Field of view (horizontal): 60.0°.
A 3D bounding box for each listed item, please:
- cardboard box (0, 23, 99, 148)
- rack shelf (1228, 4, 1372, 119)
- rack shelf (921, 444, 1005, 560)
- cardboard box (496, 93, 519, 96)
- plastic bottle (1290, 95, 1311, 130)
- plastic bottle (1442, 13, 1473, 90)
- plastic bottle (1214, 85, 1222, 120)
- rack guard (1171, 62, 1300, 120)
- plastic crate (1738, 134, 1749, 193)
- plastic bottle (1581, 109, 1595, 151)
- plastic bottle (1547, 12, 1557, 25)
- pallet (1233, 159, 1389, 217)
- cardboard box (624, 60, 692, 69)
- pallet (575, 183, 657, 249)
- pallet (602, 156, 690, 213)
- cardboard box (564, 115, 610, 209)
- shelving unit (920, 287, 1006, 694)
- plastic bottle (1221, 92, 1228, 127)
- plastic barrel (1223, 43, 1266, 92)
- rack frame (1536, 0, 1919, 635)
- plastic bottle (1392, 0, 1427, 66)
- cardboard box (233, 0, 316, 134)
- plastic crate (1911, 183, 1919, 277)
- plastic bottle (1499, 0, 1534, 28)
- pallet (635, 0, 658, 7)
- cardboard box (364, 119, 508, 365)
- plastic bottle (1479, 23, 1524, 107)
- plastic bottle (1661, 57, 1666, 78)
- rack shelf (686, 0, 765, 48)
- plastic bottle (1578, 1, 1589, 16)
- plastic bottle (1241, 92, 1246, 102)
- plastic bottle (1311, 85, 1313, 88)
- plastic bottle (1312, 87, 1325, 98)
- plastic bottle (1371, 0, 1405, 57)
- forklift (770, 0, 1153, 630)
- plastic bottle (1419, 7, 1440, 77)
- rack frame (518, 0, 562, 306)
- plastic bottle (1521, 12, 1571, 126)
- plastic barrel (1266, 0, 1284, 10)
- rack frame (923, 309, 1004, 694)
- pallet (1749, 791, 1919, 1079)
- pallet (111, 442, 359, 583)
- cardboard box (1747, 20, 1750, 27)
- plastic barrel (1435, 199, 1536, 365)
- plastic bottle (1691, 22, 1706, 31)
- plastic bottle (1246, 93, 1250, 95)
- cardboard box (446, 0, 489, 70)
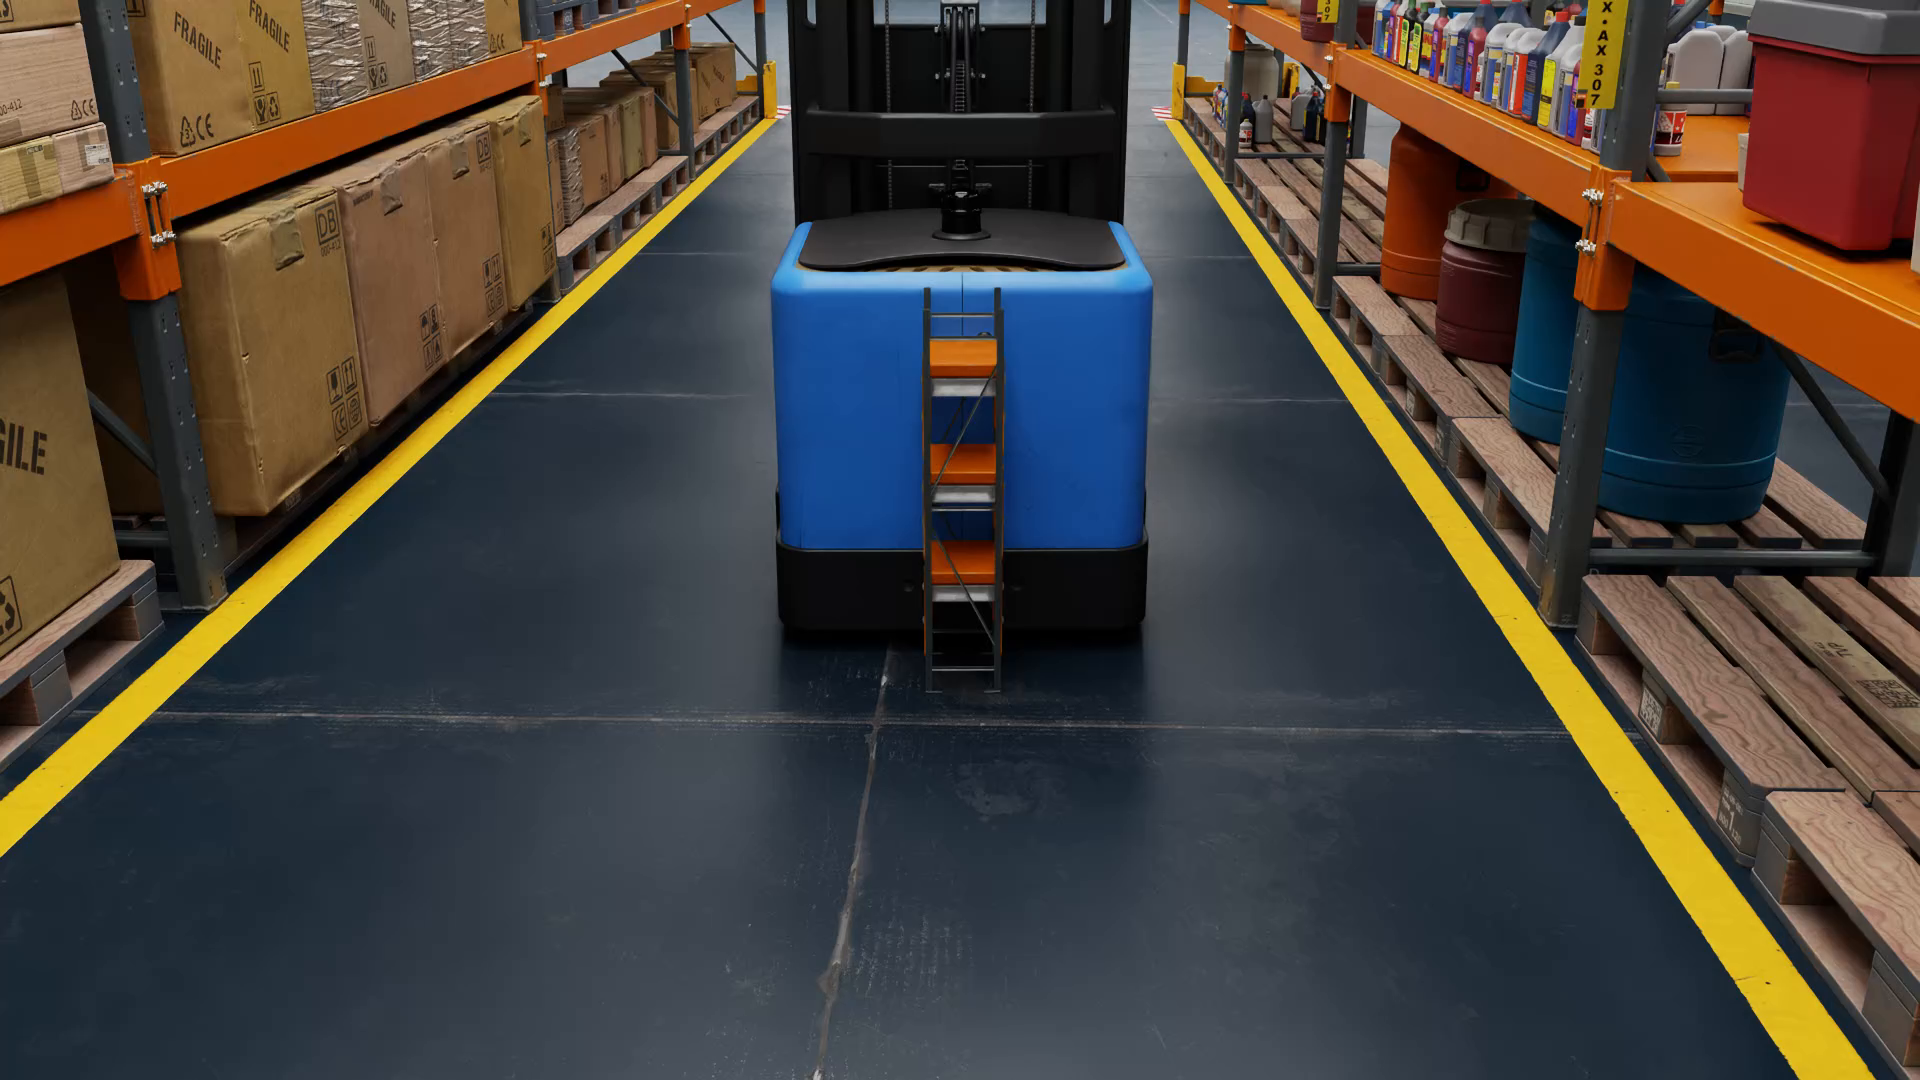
[{"bbox_3d":[-2.483,-1.112,4.043,0.500,0.250,0.500,0,21,1],"label":"cardboard box"},{"bbox_3d":[2.401,-2.985,10.070,1.077,0.370,4.000,1,21,2],"label":"rack shelf"},{"bbox_3d":[0.007,-0.112,4.396,0.215,0.259,0.240,0,21,0],"label":"rack shelf"},{"bbox_3d":[-2.620,-2.284,9.079,0.500,0.250,0.500,1,21,4],"label":"cardboard box"},{"bbox_3d":[2.771,-3.481,13.510,0.152,0.276,0.135,1,21,2],"label":"plastic bottle"},{"bbox_3d":[1.961,-1.885,6.412,0.152,0.276,0.135,1,21,2],"label":"plastic bottle"},{"bbox_3d":[2.191,-3.695,14.051,0.061,0.283,0.133,1,21,3],"label":"plastic bottle"},{"bbox_3d":[2.628,-4.296,15.911,1.175,0.500,0.348,1,21,2],"label":"rack guard"},{"bbox_3d":[2.061,-0.889,3.956,0.396,0.136,0.243,1,21,2],"label":"plastic crate"},{"bbox_3d":[1.883,-1.247,4.870,0.097,0.201,0.097,0,21,0],"label":"plastic bottle"},{"bbox_3d":[2.732,-2.312,7.616,0.097,0.201,0.097,0,21,0],"label":"plastic bottle"},{"bbox_3d":[2.476,-2.459,11.575,1.003,0.211,1.213,1,21,2],"label":"pallet"},{"bbox_3d":[-2.487,-3.705,13.806,0.500,0.500,0.500,-1,21,-3],"label":"cardboard box"},{"bbox_3d":[-2.546,-2.074,10.583,1.003,0.211,1.213,1,21,2],"label":"pallet"},{"bbox_3d":[-2.511,-2.516,11.723,1.003,0.211,1.213,1,21,2],"label":"pallet"},{"bbox_3d":[-2.596,-2.340,10.260,0.700,0.500,0.500,2,21,6],"label":"cardboard box"},{"bbox_3d":[0.007,-0.122,4.392,0.215,1.050,0.252,0,21,0],"label":"shelving unit"},{"bbox_3d":[2.197,-3.537,13.663,0.097,0.271,0.097,0,21,0],"label":"plastic bottle"},{"bbox_3d":[2.640,-4.287,15.289,0.421,0.512,0.421,0,21,0],"label":"plastic barrel"},{"bbox_3d":[2.218,-1.151,4.349,1.000,3.000,0.127,1,21,2],"label":"rack frame"},{"bbox_3d":[1.990,-2.219,7.273,0.152,0.276,0.135,1,21,2],"label":"plastic bottle"},{"bbox_3d":[-2.454,-1.597,5.361,0.500,0.500,0.500,1,21,2],"label":"cardboard box"},{"bbox_3d":[1.988,-0.574,2.941,0.437,0.282,0.530,1,21,2],"label":"plastic crate"},{"bbox_3d":[2.109,-1.909,6.371,0.144,0.351,0.185,1,21,2],"label":"plastic bottle"},{"bbox_3d":[-2.658,-3.734,11.270,1.003,0.211,1.213,1,21,2],"label":"pallet"},{"bbox_3d":[-2.687,-1.285,7.052,1.225,0.875,0.875,1,21,2],"label":"cardboard box"},{"bbox_3d":[1.945,-1.686,5.899,0.152,0.276,0.135,1,21,2],"label":"plastic bottle"},{"bbox_3d":[2.523,-1.635,5.870,0.097,0.201,0.097,0,21,0],"label":"plastic bottle"},{"bbox_3d":[-2.428,-4.486,13.938,1.077,0.370,4.000,1,21,2],"label":"rack shelf"},{"bbox_3d":[2.719,-2.191,7.207,0.097,0.271,0.097,0,21,0],"label":"plastic bottle"},{"bbox_3d":[2.199,-3.319,12.990,0.144,0.351,0.185,0,21,-1],"label":"plastic bottle"},{"bbox_3d":[2.980,-3.717,14.109,0.061,0.283,0.133,1,21,3],"label":"plastic bottle"},{"bbox_3d":[2.920,-3.523,13.515,0.144,0.351,0.185,0,21,1],"label":"plastic bottle"},{"bbox_3d":[2.004,-2.387,7.704,0.152,0.276,0.135,1,21,2],"label":"plastic bottle"},{"bbox_3d":[-0.005,-1.594,5.586,1.130,2.935,3.031,0,21,0],"label":"forklift"},{"bbox_3d":[1.948,-2.044,6.827,0.097,0.271,0.097,0,21,0],"label":"plastic bottle"},{"bbox_3d":[-2.611,-2.652,8.216,1.000,3.000,0.127,1,21,2],"label":"rack frame"},{"bbox_3d":[1.925,-1.531,5.396,0.144,0.351,0.185,1,21,2],"label":"plastic bottle"},{"bbox_3d":[2.213,-3.763,10.893,0.433,0.535,0.433,0,21,0],"label":"plastic barrel"},{"bbox_3d":[0.009,-0.078,4.278,0.200,1.050,0.008,0,21,0],"label":"rack frame"},{"bbox_3d":[2.200,0.858,3.027,1.003,0.211,1.213,1,21,2],"label":"pallet"},{"bbox_3d":[-2.784,-0.185,5.715,1.003,0.211,1.213,1,21,2],"label":"pallet"},{"bbox_3d":[7.282,-4.325,14.713,0.500,0.500,0.500,1,21,2],"label":"cardboard box"},{"bbox_3d":[2.308,-1.083,6.928,0.600,0.588,0.708,1,21,2],"label":"plastic barrel"},{"bbox_3d":[2.682,-1.750,6.069,0.097,0.271,0.097,0,21,0],"label":"plastic bottle"},{"bbox_3d":[2.324,-3.462,13.452,0.061,0.283,0.133,1,21,2],"label":"plastic bottle"},{"bbox_3d":[-2.399,-2.337,7.267,0.500,0.500,0.500,0,21,1],"label":"cardboard box"}]
